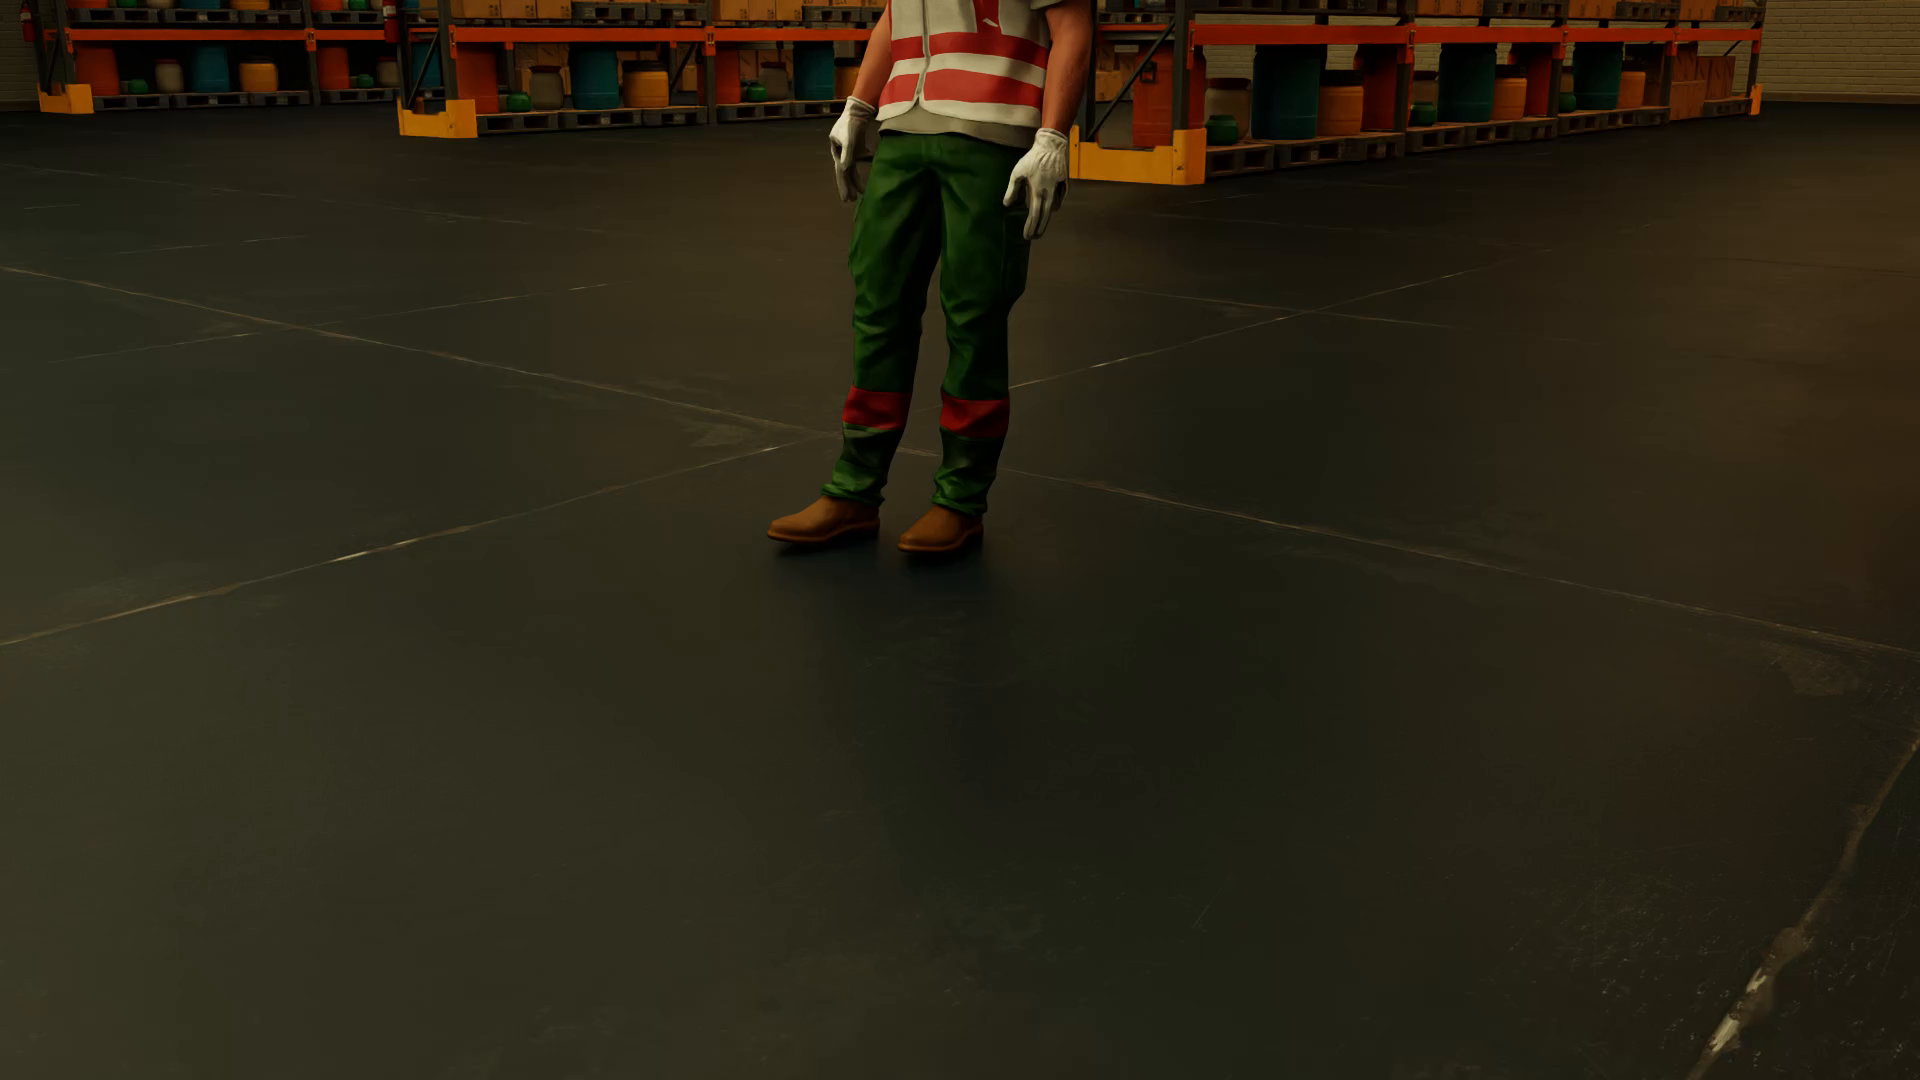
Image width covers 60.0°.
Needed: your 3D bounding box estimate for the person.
[{"bbox_3d":[-0.015,-0.865,3.679,0.638,1.687,0.424,13,21,37],"label":"person"}]
